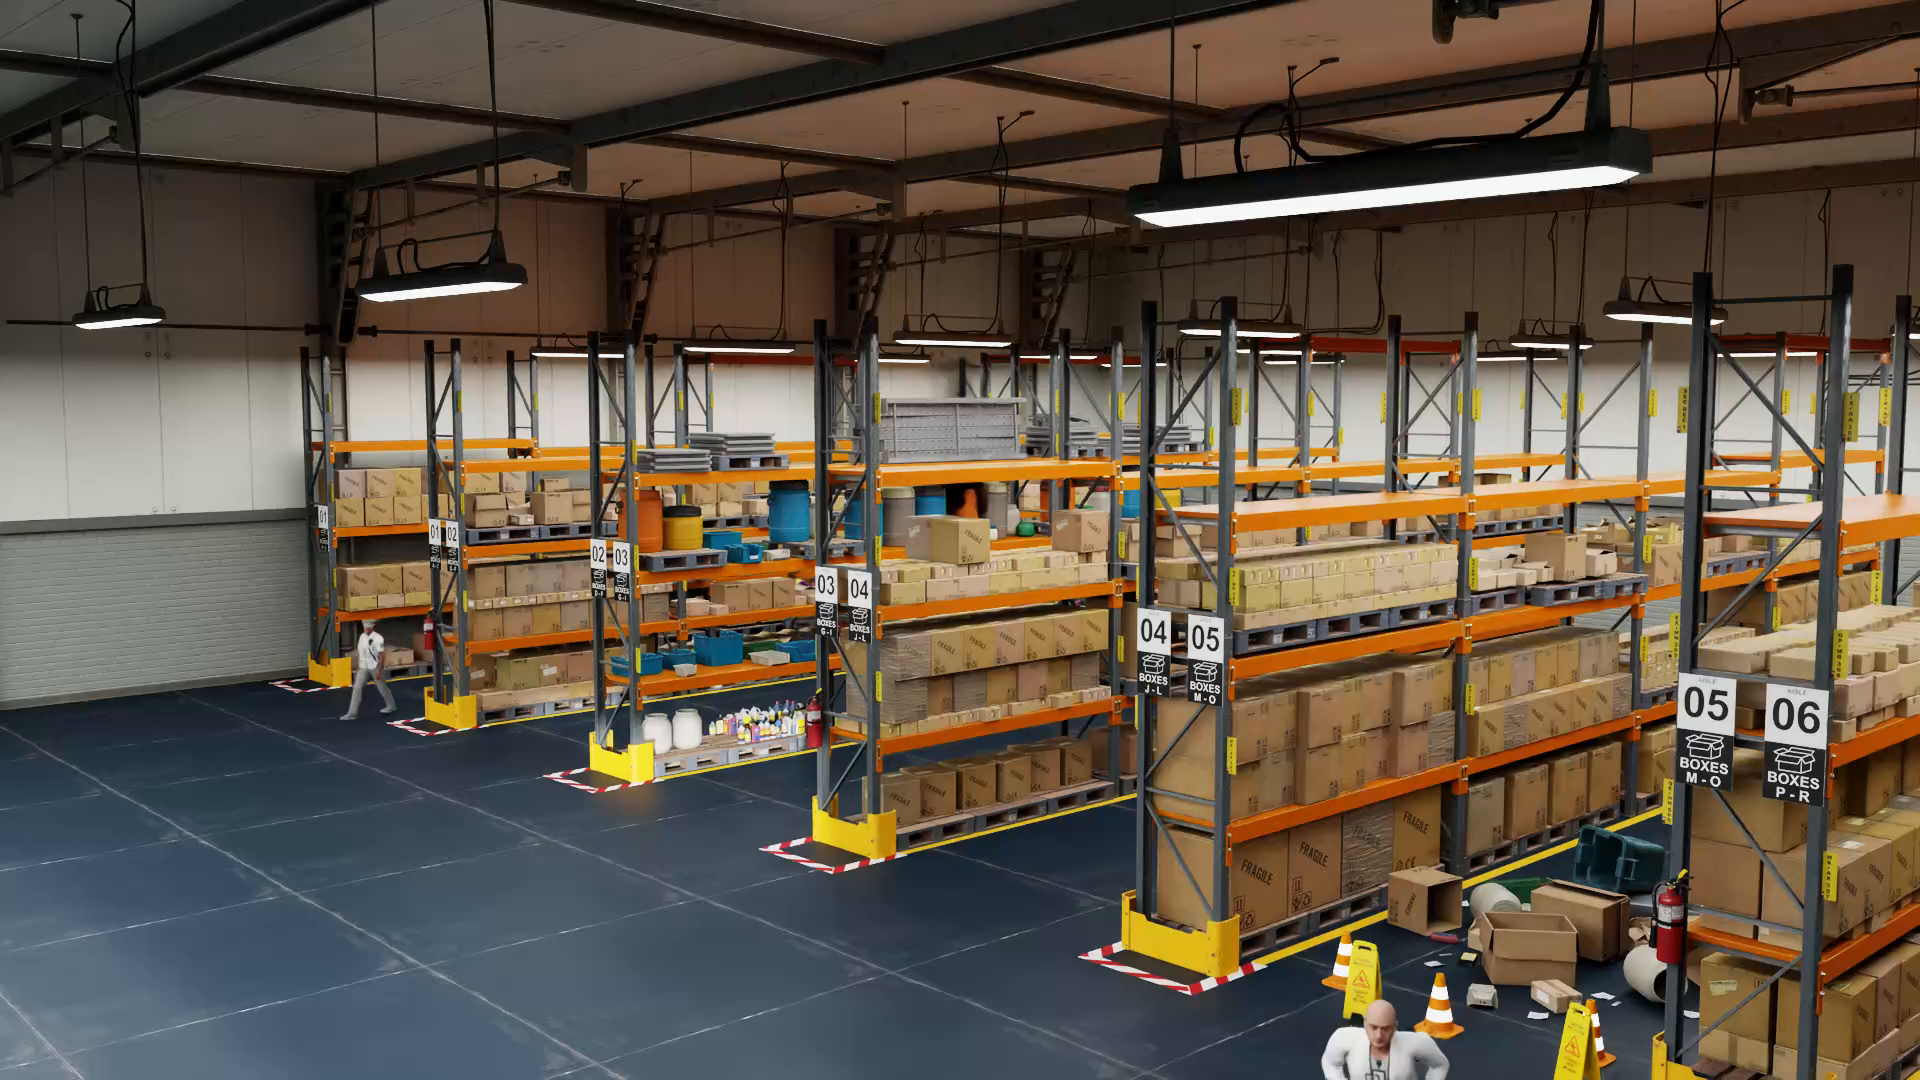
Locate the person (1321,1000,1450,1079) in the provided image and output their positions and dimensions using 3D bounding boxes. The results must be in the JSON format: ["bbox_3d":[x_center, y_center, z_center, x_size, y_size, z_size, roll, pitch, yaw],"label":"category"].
[{"bbox_3d":[2.520,3.466,9.898,0.730,1.737,1.028,1,5,15],"label":"person"}]

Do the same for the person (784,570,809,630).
[{"bbox_3d":[-3.306,1.384,33.340,0.708,1.765,0.824,4,6,38],"label":"person"}]

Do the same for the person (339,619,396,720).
[{"bbox_3d":[-9.393,2.027,26.407,0.541,1.575,1.048,1,5,15],"label":"person"}]
